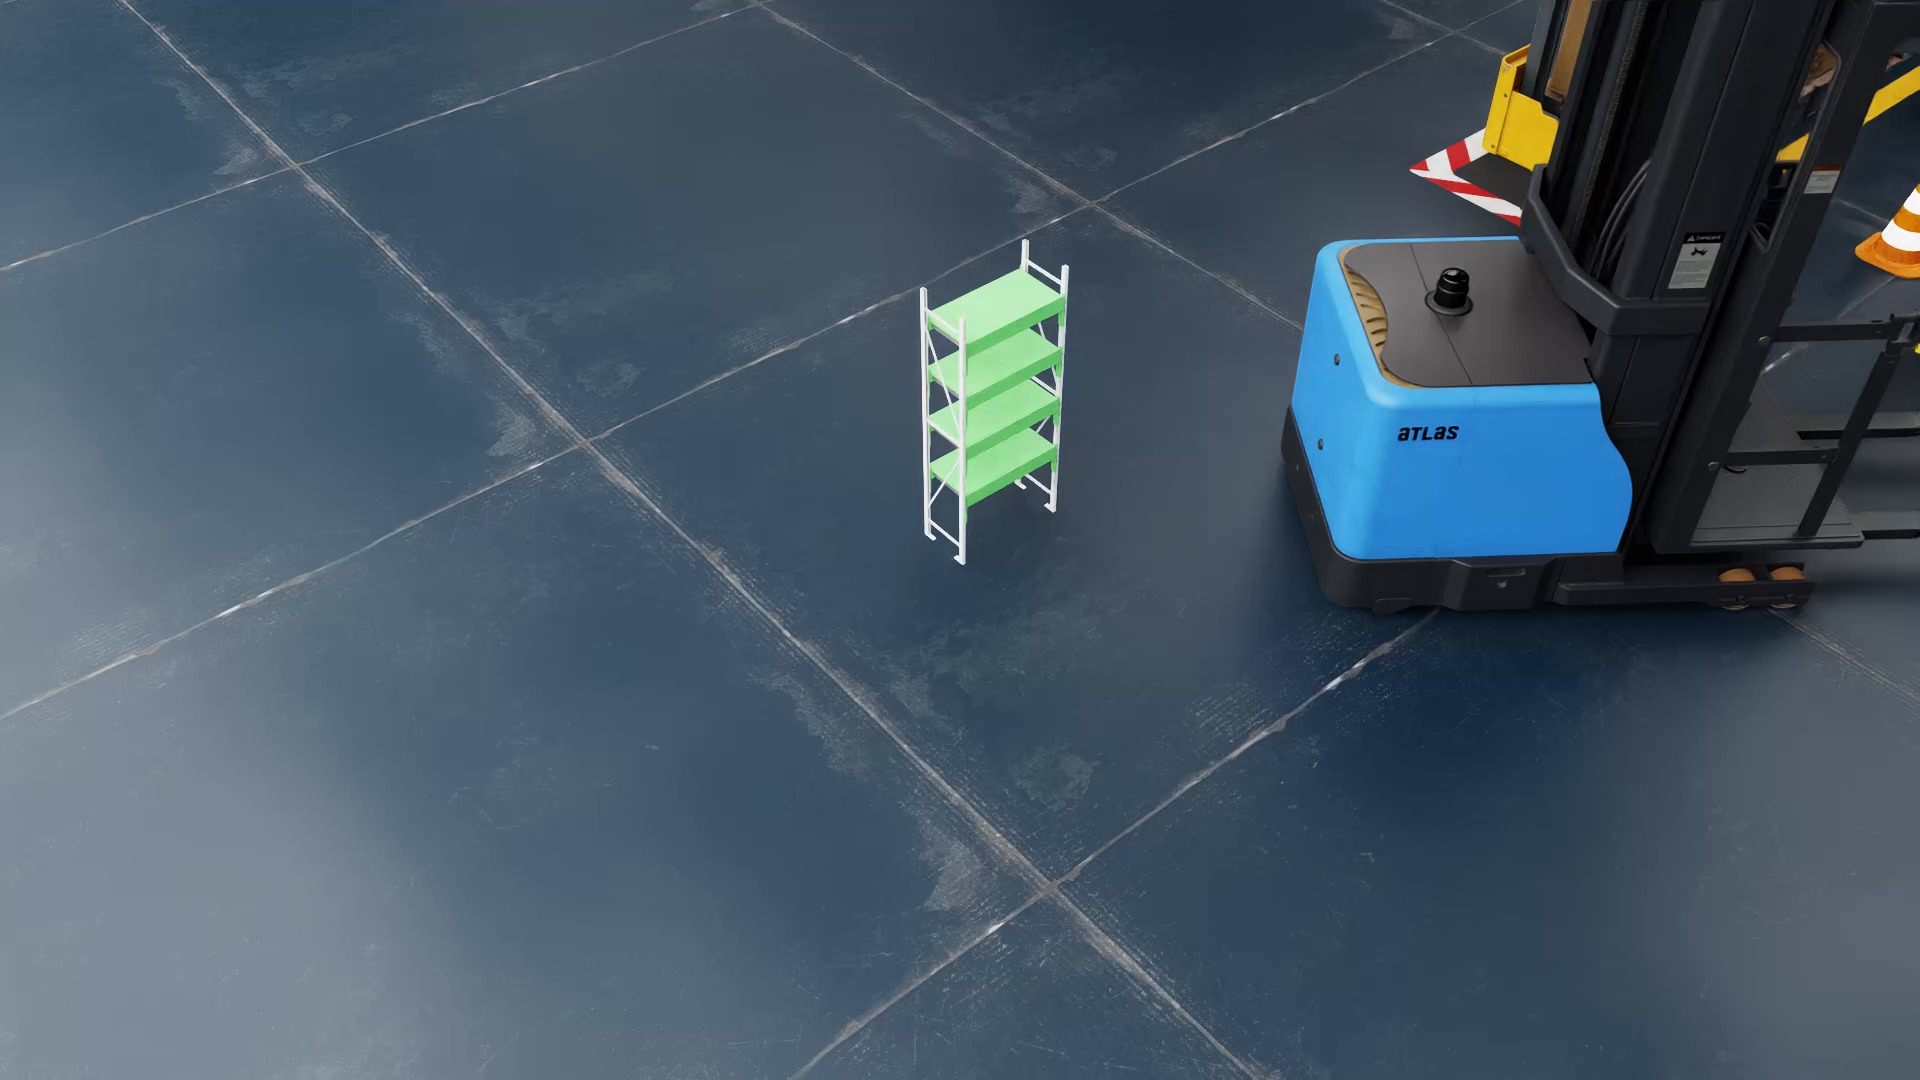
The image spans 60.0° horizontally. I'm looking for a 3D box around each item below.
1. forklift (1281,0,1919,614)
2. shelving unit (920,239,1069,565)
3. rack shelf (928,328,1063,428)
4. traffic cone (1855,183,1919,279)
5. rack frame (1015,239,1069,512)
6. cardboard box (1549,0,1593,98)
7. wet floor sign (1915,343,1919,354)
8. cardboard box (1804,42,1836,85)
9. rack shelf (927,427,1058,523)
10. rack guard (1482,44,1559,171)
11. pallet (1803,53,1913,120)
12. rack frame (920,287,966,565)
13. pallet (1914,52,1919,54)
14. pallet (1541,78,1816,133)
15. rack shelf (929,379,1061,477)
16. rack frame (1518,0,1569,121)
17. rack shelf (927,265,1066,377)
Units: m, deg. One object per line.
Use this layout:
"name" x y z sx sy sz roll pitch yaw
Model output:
"forklift" 2.894 -1.160 5.845 3.031 2.935 1.130 -2 43 -2
"shelving unit" 0.127 -0.510 6.417 0.503 1.200 0.258 -30 51 -28
"rack shelf" 0.127 -0.638 6.296 0.480 0.148 0.258 -30 51 -28
"traffic cone" 4.650 -1.577 8.091 0.334 0.463 0.336 -30 51 -28
"rack frame" 0.314 -0.617 6.531 0.015 1.200 0.240 -30 51 -28
"cardboard box" 3.809 -2.725 8.706 0.875 0.875 0.875 -29 51 -28
"wet floor sign" 4.580 -1.103 7.453 0.267 0.644 0.232 30 51 28
"cardboard box" 4.483 -3.112 9.118 0.875 0.875 0.875 -31 51 -28
"rack shelf" 0.127 -0.289 6.625 0.480 0.148 0.258 -30 51 -28
"rack guard" 3.313 -2.092 8.612 0.348 0.500 1.175 -30 51 -28
"pallet" 4.830 -2.923 9.708 1.213 0.211 1.003 -30 51 -28
"rack frame" -0.060 -0.403 6.303 0.015 1.200 0.240 -30 51 -28
"pallet" 5.766 -3.461 10.281 1.213 0.211 1.003 -30 51 -28
"pallet" 3.895 -2.389 9.140 1.213 0.211 1.003 -30 51 -28
"rack shelf" 0.127 -0.463 6.460 0.480 0.148 0.258 -30 51 -28
"rack frame" 3.332 -3.014 7.768 0.127 3.000 1.000 -30 51 -28
"rack shelf" 0.127 -0.813 6.132 0.480 0.148 0.258 -30 51 -28
